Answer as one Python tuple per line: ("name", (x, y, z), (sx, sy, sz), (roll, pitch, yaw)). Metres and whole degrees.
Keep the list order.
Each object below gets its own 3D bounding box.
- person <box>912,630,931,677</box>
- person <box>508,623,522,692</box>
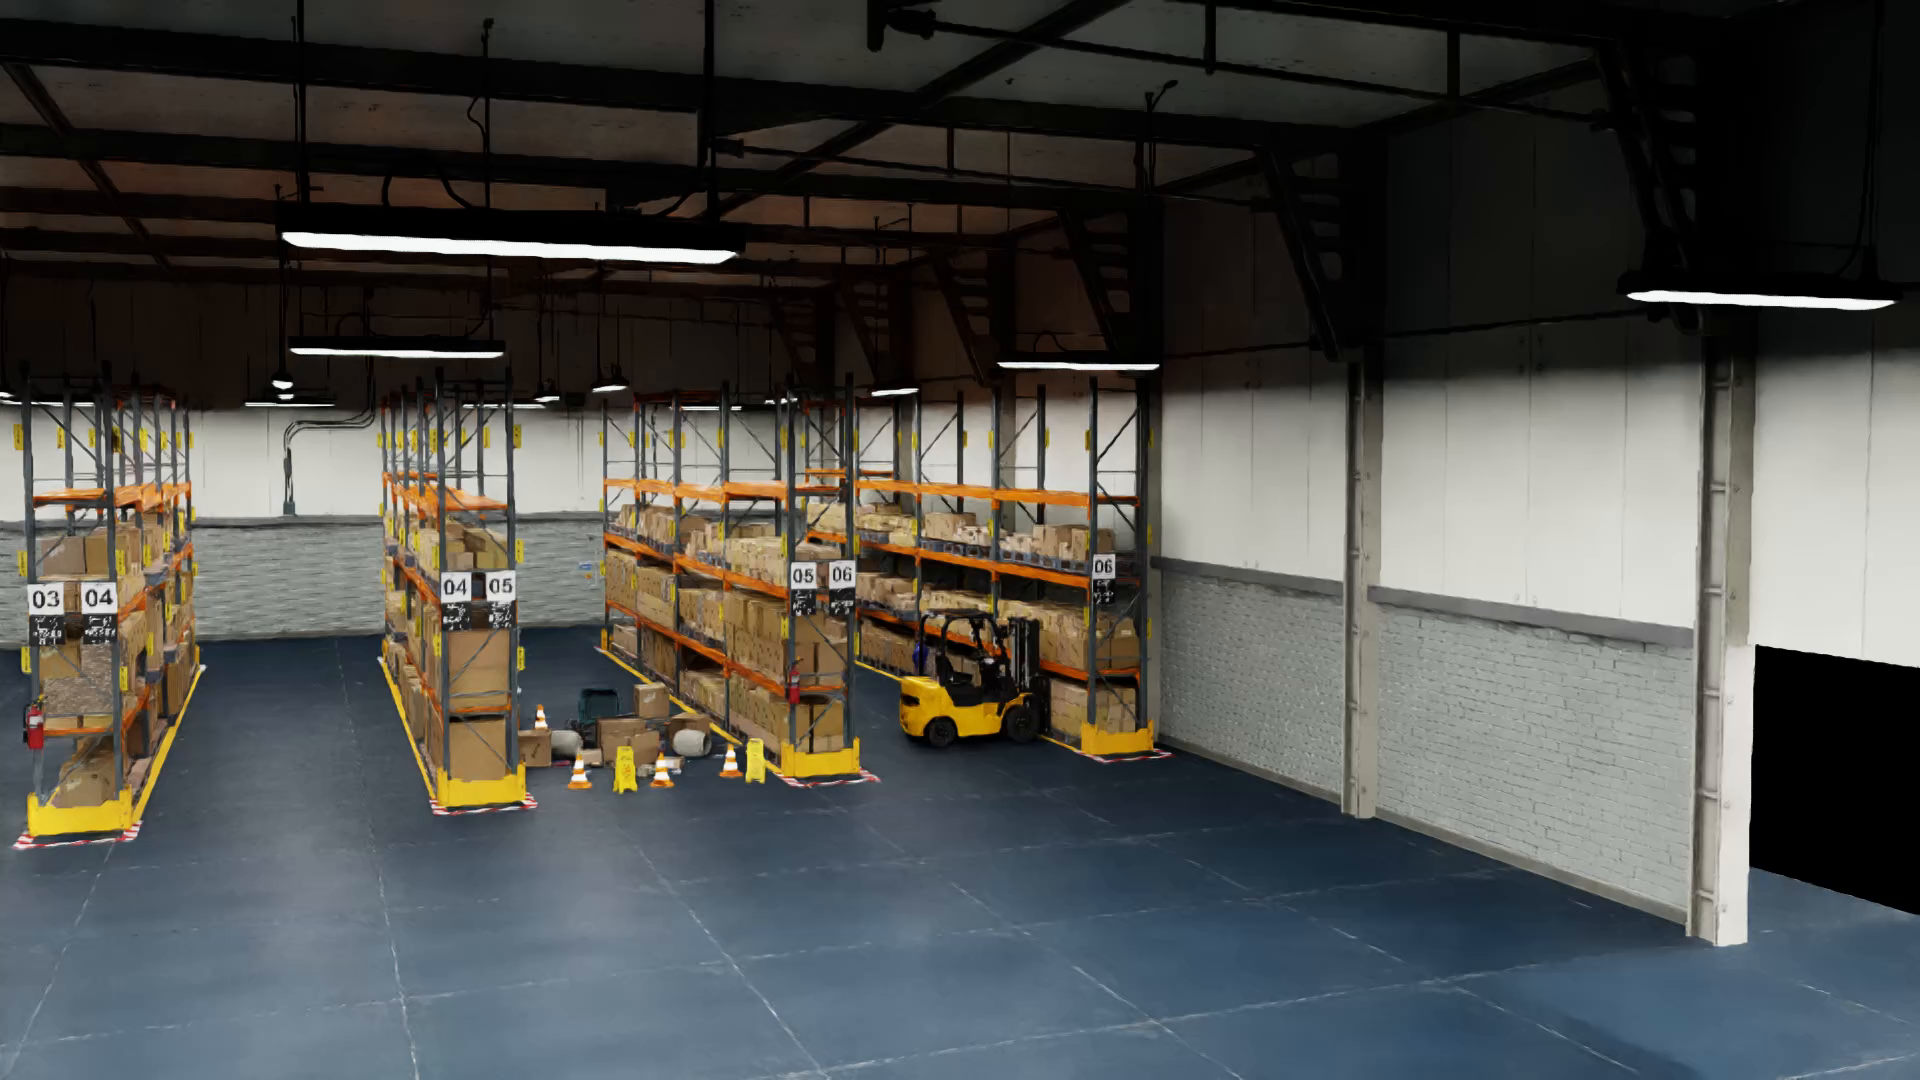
("person", (-0.702, 2.400, 29.358), (0.526, 1.656, 0.531), (0, 3, 7))
("person", (-8.892, 2.164, 32.960), (0.332, 1.676, 0.556), (-3, 5, -42))
